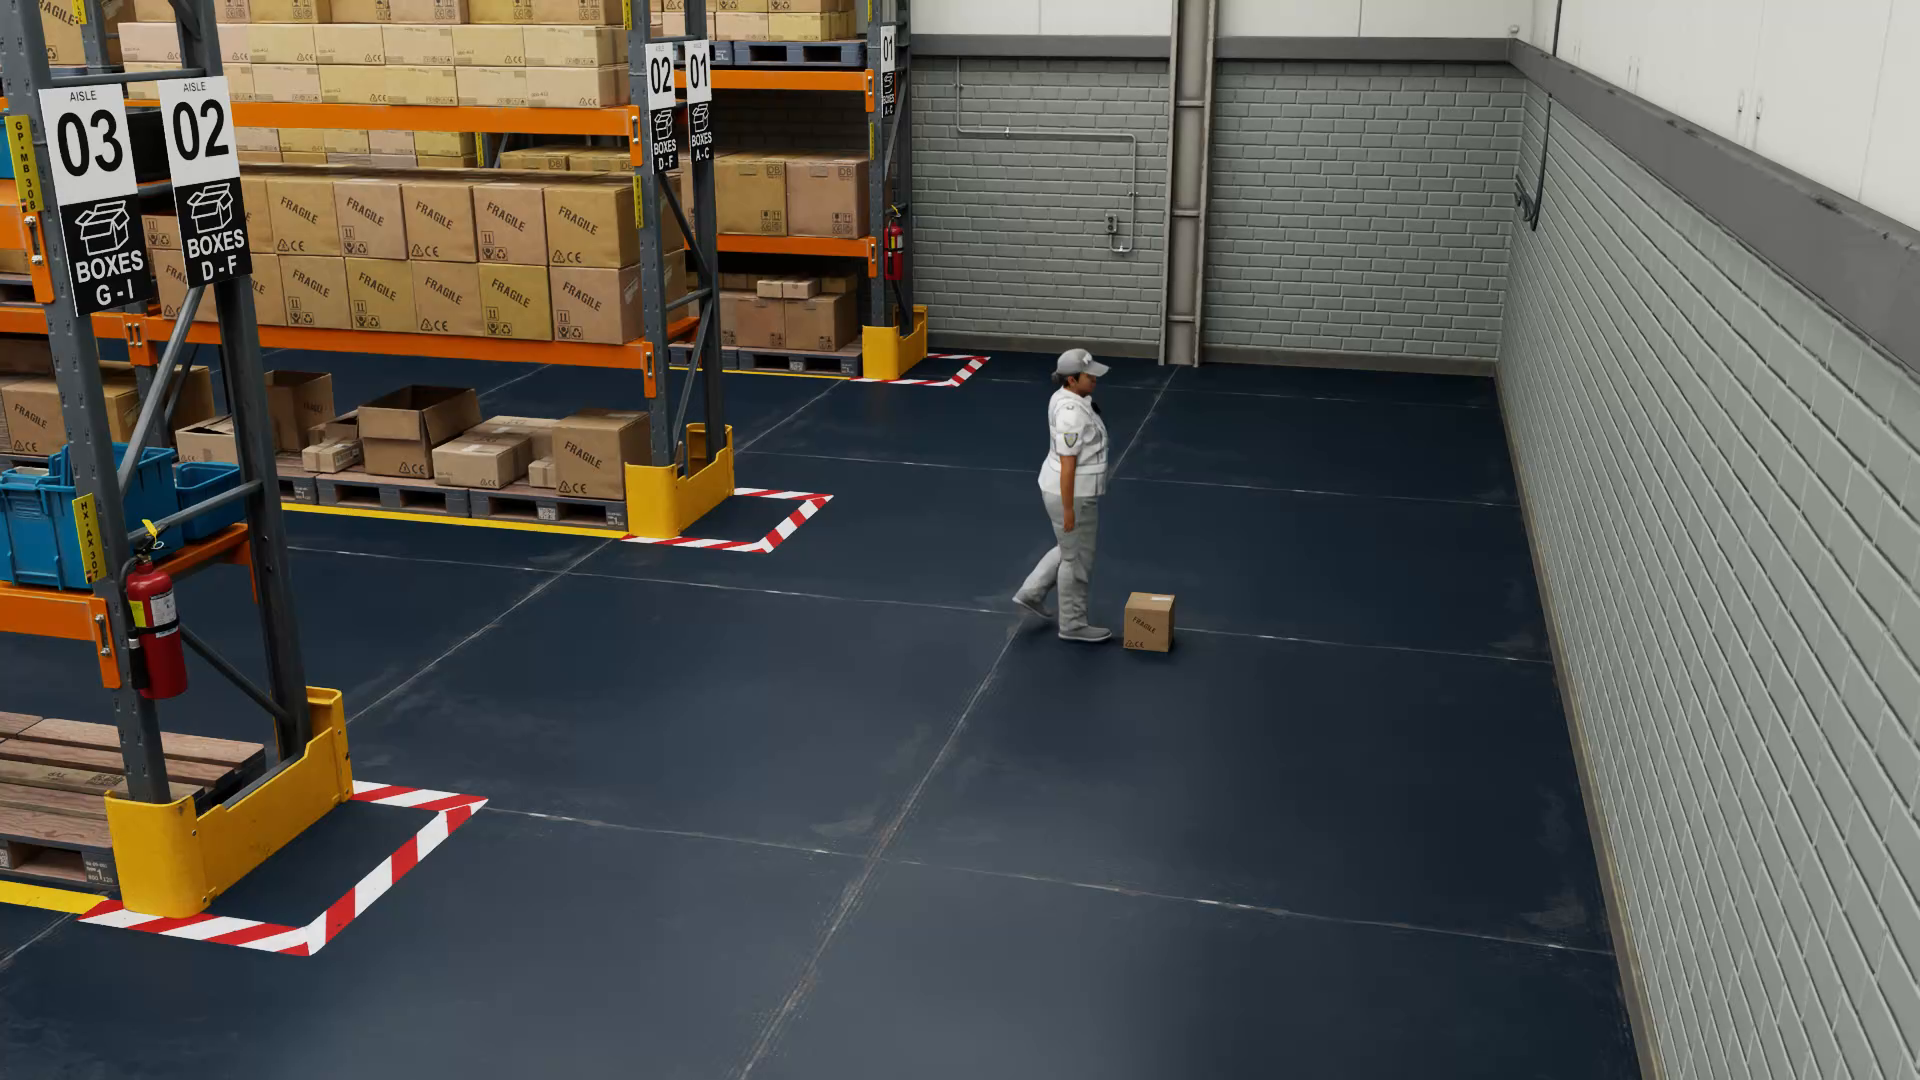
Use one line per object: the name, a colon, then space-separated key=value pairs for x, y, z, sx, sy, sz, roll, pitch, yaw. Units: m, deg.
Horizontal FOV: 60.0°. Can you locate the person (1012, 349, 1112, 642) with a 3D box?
person: x=0.582 y=-0.250 z=9.270 sx=0.559 sy=1.662 sz=0.492 roll=-1 pitch=18 yaw=-2
